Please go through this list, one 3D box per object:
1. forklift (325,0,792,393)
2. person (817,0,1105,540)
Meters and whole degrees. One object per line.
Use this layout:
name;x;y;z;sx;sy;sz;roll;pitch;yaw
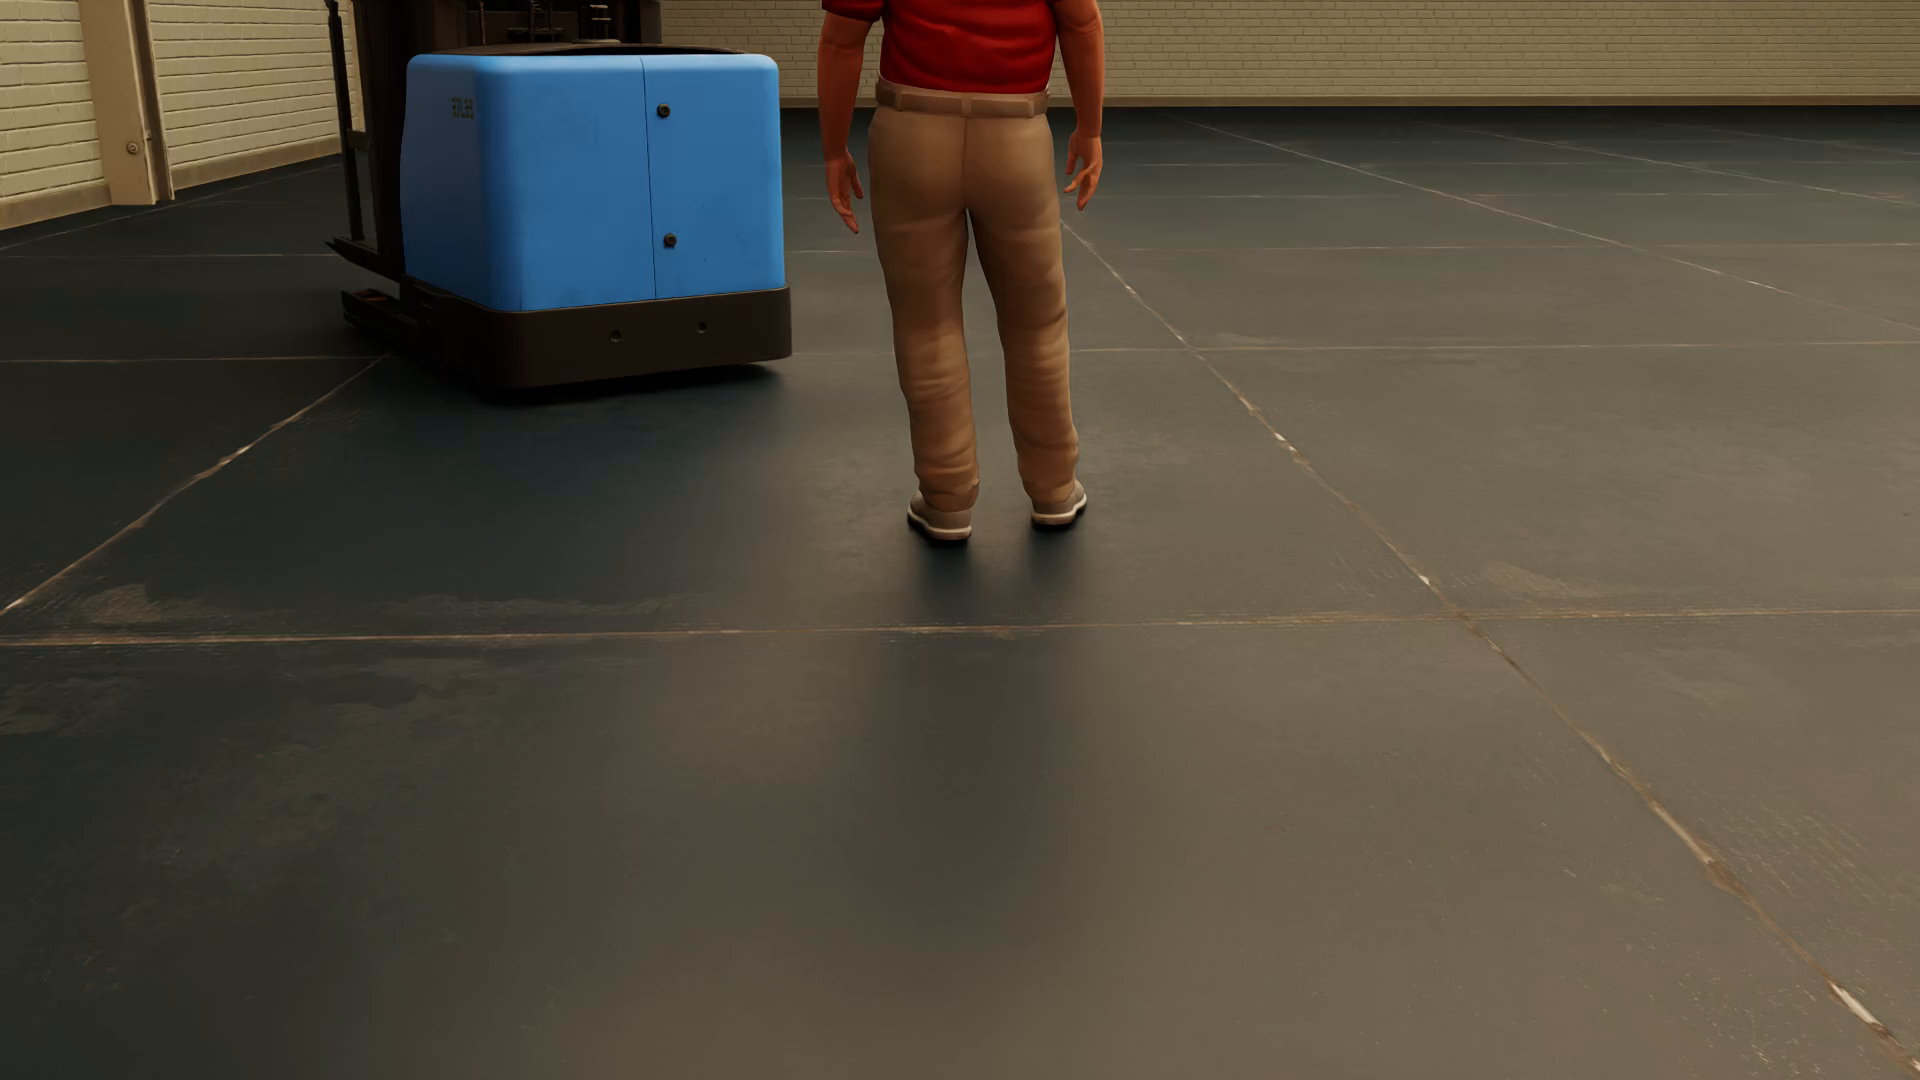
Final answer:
forklift;-1.812;-2.253;6.271;1.130;2.935;3.031;-11;20;-32
person;0.008;-0.859;3.749;0.640;1.727;0.551;-1;17;-3
